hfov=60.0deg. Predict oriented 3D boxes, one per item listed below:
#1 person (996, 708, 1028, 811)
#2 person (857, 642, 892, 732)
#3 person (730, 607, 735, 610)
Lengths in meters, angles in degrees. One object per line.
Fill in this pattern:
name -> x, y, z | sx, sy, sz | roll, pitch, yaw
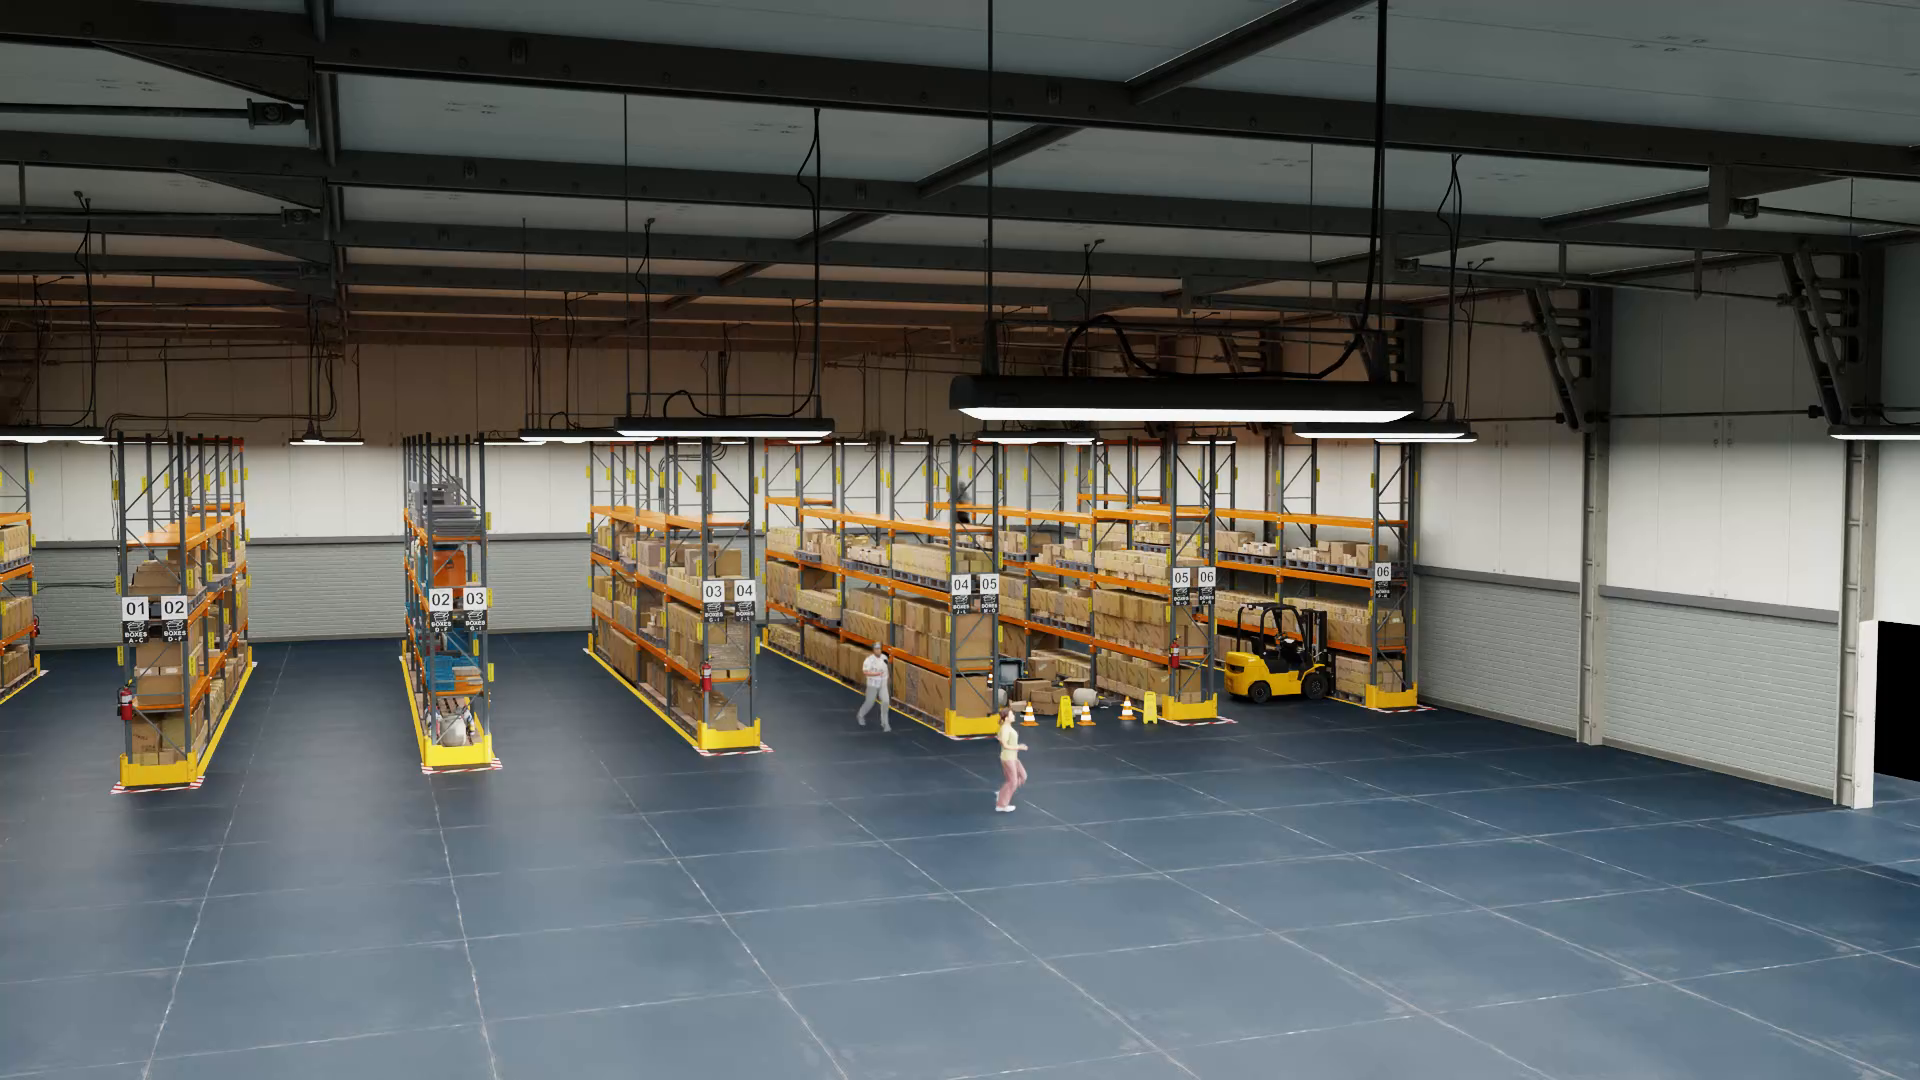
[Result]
person -> 0.819, 3.445, 26.135 | 0.526, 1.627, 0.570 | 0, 3, 6
person -> -1.713, 2.962, 33.830 | 0.671, 1.825, 0.964 | -2, 4, -30
person -> -6.839, 2.221, 48.634 | 0.611, 1.634, 0.643 | -3, 4, -41
